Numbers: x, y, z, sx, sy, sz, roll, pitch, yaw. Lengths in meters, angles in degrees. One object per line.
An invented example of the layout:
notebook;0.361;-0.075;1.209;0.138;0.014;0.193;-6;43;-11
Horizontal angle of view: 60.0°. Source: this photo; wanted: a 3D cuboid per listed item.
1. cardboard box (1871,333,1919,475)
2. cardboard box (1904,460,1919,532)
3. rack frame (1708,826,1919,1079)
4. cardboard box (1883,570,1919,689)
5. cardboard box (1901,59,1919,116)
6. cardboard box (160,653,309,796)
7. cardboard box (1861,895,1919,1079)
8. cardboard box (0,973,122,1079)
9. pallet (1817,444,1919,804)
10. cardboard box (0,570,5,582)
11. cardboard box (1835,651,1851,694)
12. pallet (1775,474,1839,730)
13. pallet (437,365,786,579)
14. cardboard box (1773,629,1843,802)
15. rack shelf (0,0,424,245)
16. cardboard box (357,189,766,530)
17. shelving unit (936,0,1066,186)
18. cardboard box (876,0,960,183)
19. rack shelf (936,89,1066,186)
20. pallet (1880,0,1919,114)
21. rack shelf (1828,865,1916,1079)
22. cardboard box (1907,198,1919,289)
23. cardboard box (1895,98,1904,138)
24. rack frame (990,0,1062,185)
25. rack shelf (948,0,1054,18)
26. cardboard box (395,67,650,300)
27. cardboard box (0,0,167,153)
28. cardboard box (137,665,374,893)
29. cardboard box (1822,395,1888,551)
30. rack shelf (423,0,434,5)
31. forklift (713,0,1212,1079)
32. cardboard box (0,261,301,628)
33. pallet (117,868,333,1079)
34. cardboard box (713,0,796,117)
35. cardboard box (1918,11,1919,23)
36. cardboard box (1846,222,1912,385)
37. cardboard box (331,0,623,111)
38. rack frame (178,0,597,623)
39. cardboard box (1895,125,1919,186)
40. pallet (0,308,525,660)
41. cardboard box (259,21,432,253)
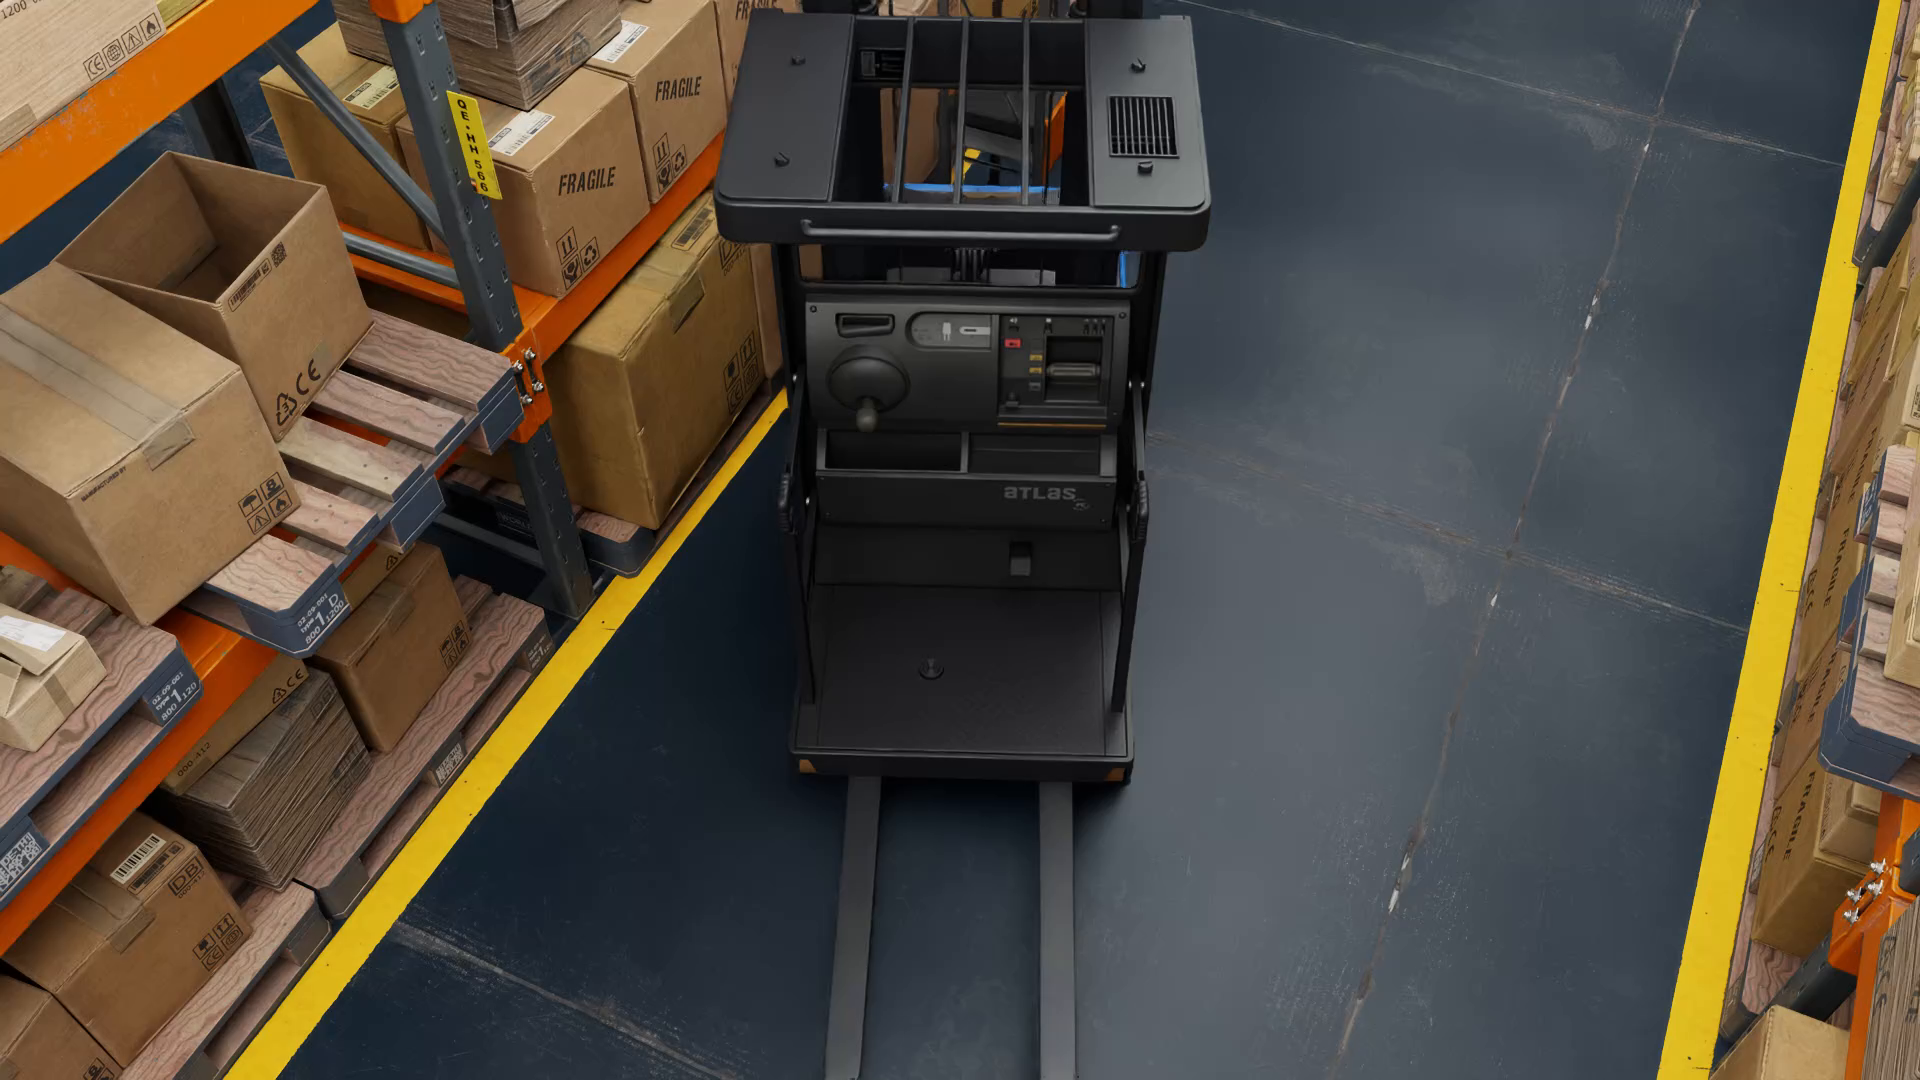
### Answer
cardboard box;3.347;-0.379;5.476;0.500;0.250;0.500;22;53;17
cardboard box;2.652;-0.087;4.244;0.380;0.149;0.250;21;53;17
rack frame;2.639;0.805;3.596;1.000;3.000;0.127;20;52;16
cardboard box;2.435;0.261;3.948;0.380;0.149;0.250;21;53;17
cardboard box;4.398;-1.959;7.348;0.380;0.149;0.250;18;52;15
cardboard box;-2.278;0.385;4.813;0.500;0.250;0.500;25;54;20
cardboard box;2.204;0.994;3.369;0.500;0.500;0.500;20;53;16
cardboard box;-2.770;1.420;4.425;0.700;0.500;0.500;16;51;13
pallet;2.848;0.341;4.116;1.213;0.211;1.003;20;52;16
cardboard box;-2.726;0.113;4.007;0.500;0.250;0.500;18;52;15
cardboard box;2.900;0.328;4.874;0.500;0.250;0.500;20;53;17
pallet;3.497;0.334;5.827;1.003;0.211;1.213;20;52;16
pallet;-1.397;-0.493;6.531;1.003;0.211;1.213;20;52;16
cardboard box;2.909;0.584;5.149;0.500;0.500;0.500;22;53;18
rack shelf;-2.656;-0.240;2.988;1.077;0.370;4.000;20;52;16
cardboard box;-1.488;-0.795;6.076;1.225;0.875;0.875;18;52;14
shelving unit;0.208;-1.527;6.170;0.431;2.100;0.503;18;52;15
cardboard box;-0.729;-2.018;7.117;1.225;0.875;0.875;18;52;15
rack shelf;0.208;-1.518;6.180;0.431;0.518;0.480;18;52;15
pallet;5.123;-2.363;8.122;1.003;0.211;1.213;20;52;16
rack shelf;1.785;2.415;2.698;1.077;0.370;4.000;20;52;16
cardboard box;3.794;-1.096;6.086;0.500;0.250;0.500;18;52;15
cardboard box;4.449;-1.897;7.491;0.380;0.149;0.250;18;52;15
rack frame;0.305;-1.697;6.315;0.400;2.100;0.015;18;52;15
rack shelf;0.207;-1.972;5.647;0.431;0.518;0.480;18;52;15
cardboard box;-1.348;-1.157;5.200;0.500;0.500;0.500;21;53;17
cardboard box;-1.983;-1.049;3.302;0.500;0.250;0.500;20;52;16
cardboard box;-2.295;0.643;5.086;0.700;0.500;0.500;16;51;13
cardboard box;3.357;-0.123;5.751;0.500;0.500;0.500;21;53;17
rack shelf;-0.947;-2.995;5.332;1.077;0.370;4.000;20;52;16
forklift;0.017;-0.400;4.666;1.130;2.935;3.031;1;50;1
cardboard box;-2.144;-0.245;4.148;0.700;0.500;0.500;27;55;21
pallet;-2.660;1.400;4.920;1.003;0.211;1.213;20;52;16
cardboard box;-0.914;-1.867;5.803;0.500;0.500;0.500;19;52;15
cardboard box;4.895;-2.590;8.081;0.380;0.149;0.250;20;52;16
cardboard box;3.793;-0.853;6.372;0.500;0.500;0.500;22;53;17
cardboard box;-1.475;-1.734;5.032;0.797;0.503;0.637;21;53;17
rack frame;-1.802;-0.879;5.028;1.000;3.000;0.127;20;52;16
cardboard box;4.196;-1.579;7.025;0.380;0.149;0.250;21;53;17
pallet;-2.010;-0.291;4.654;1.213;0.211;1.003;20;52;16
cardboard box;-1.815;-1.332;5.348;0.500;0.500;0.500;21;53;17
